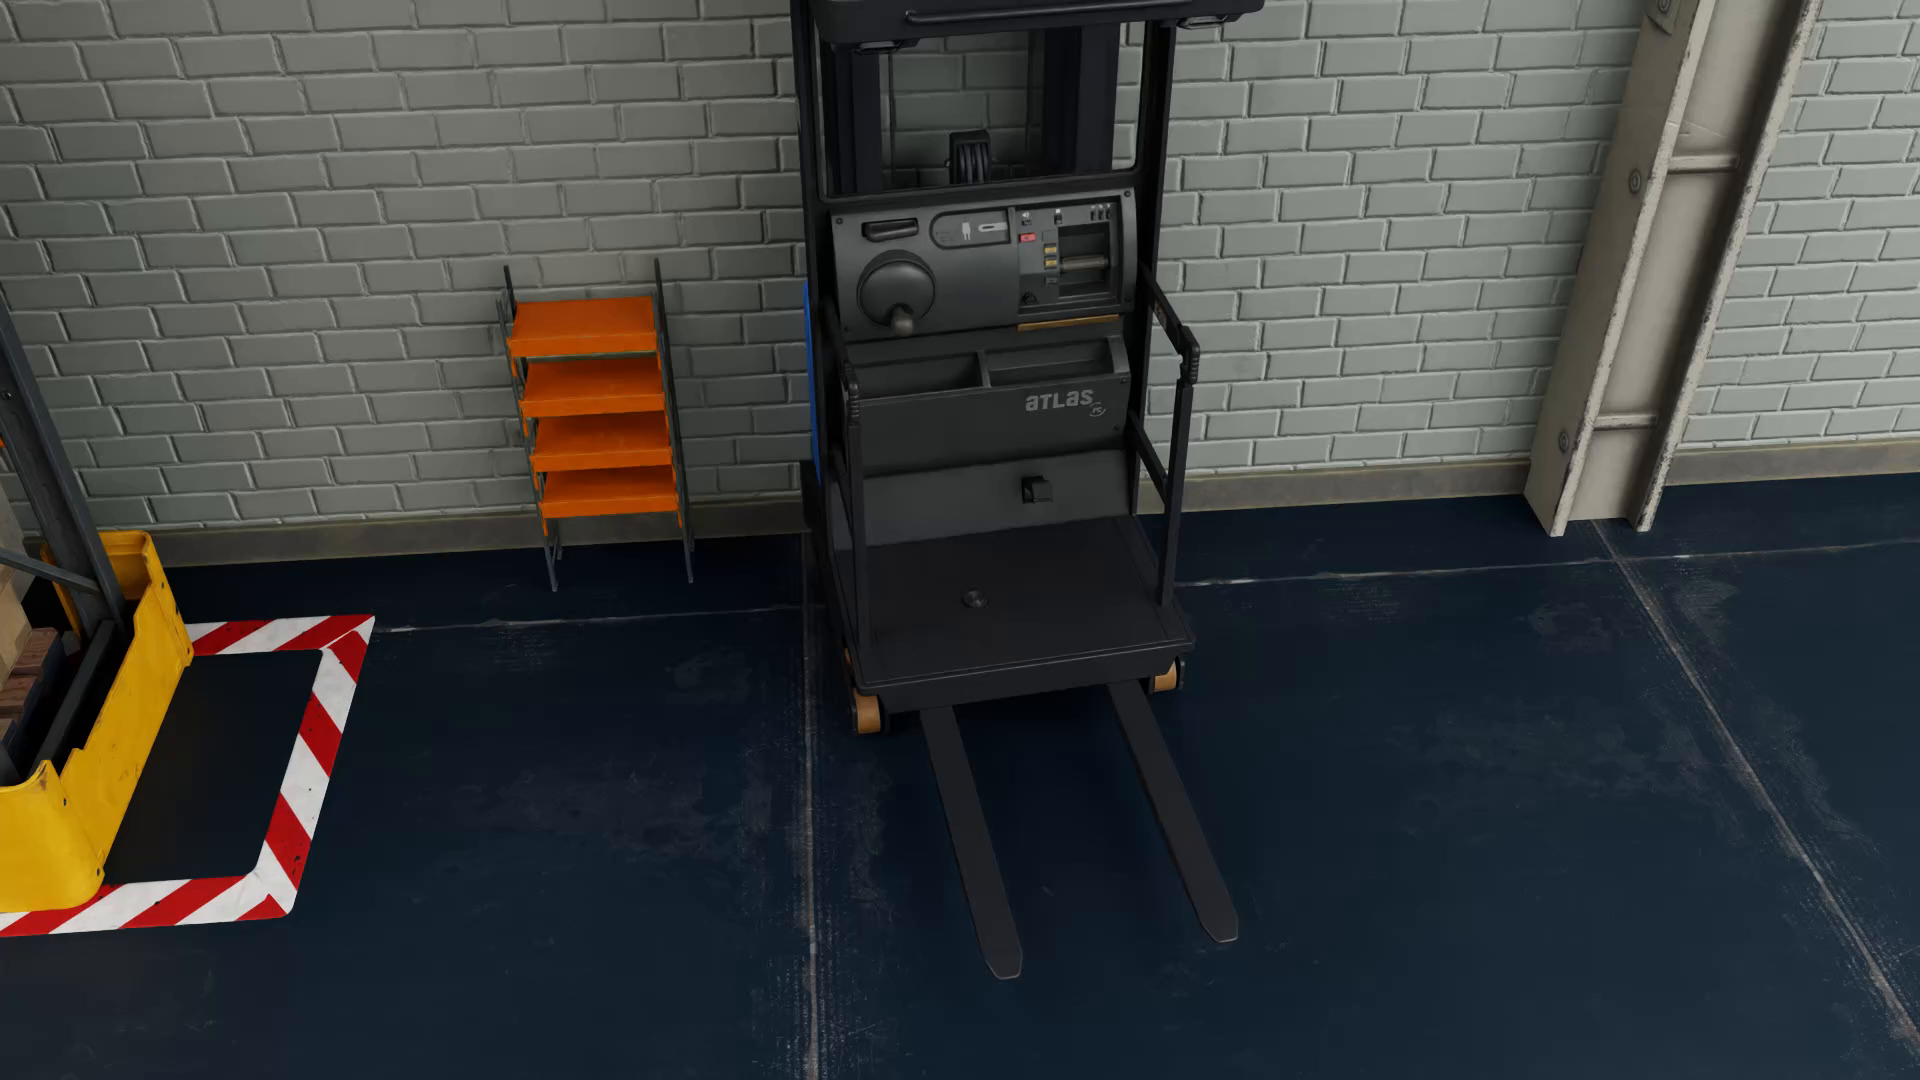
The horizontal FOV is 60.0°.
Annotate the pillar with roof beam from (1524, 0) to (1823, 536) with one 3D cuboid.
[{"bbox_3d":[2.786,-0.996,0.248,0.400,9.000,9.100,-3,38,-4],"label":"pillar with roof beam"}]

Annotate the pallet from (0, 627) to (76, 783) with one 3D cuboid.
[{"bbox_3d":[-3.556,0.713,5.176,1.213,0.211,1.003,-3,38,-4],"label":"pallet"}]

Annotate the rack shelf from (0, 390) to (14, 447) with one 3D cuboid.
[{"bbox_3d":[-4.791,-0.058,4.482,4.000,0.370,1.077,-3,38,-4],"label":"rack shelf"}]

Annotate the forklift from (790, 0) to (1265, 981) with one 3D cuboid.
[{"bbox_3d":[0.125,-0.769,4.858,1.130,2.935,3.031,-7,39,-9],"label":"forklift"}]

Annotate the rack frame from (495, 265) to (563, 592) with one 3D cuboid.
[{"bbox_3d":[-1.477,-0.357,5.734,0.015,1.200,0.240,-4,38,-5],"label":"rack frame"}]

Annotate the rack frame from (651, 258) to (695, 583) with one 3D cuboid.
[{"bbox_3d":[-0.991,-0.388,5.773,0.015,1.200,0.240,-4,38,-5],"label":"rack frame"}]

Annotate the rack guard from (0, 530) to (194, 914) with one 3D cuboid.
[{"bbox_3d":[-2.774,0.530,5.175,0.348,0.500,1.175,-3,38,-4],"label":"rack guard"}]

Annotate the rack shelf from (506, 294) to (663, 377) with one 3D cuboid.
[{"bbox_3d":[-1.234,-0.681,5.510,0.480,0.148,0.258,-4,38,-5],"label":"rack shelf"}]

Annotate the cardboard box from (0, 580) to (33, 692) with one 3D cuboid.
[{"bbox_3d":[-3.305,0.371,5.239,0.500,0.250,0.500,-3,38,-4],"label":"cardboard box"}]

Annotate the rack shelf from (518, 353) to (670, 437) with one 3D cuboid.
[{"bbox_3d":[-1.234,-0.495,5.656,0.480,0.148,0.258,-4,38,-5],"label":"rack shelf"}]

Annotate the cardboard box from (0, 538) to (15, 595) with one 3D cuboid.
[{"bbox_3d":[-3.285,0.166,5.095,0.500,0.250,0.500,-2,38,-3],"label":"cardboard box"}]

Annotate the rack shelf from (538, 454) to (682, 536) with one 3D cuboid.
[{"bbox_3d":[-1.234,-0.164,5.918,0.480,0.148,0.258,-4,38,-5],"label":"rack shelf"}]

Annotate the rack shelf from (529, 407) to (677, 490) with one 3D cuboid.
[{"bbox_3d":[-1.234,-0.320,5.795,0.480,0.148,0.258,-4,38,-5],"label":"rack shelf"}]

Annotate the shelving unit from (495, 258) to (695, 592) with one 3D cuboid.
[{"bbox_3d":[-1.234,-0.372,5.753,0.503,1.200,0.258,-4,38,-5],"label":"shelving unit"}]

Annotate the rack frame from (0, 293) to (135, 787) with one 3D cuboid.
[{"bbox_3d":[-2.798,-0.450,4.399,0.127,3.000,1.000,-3,38,-4],"label":"rack frame"}]
